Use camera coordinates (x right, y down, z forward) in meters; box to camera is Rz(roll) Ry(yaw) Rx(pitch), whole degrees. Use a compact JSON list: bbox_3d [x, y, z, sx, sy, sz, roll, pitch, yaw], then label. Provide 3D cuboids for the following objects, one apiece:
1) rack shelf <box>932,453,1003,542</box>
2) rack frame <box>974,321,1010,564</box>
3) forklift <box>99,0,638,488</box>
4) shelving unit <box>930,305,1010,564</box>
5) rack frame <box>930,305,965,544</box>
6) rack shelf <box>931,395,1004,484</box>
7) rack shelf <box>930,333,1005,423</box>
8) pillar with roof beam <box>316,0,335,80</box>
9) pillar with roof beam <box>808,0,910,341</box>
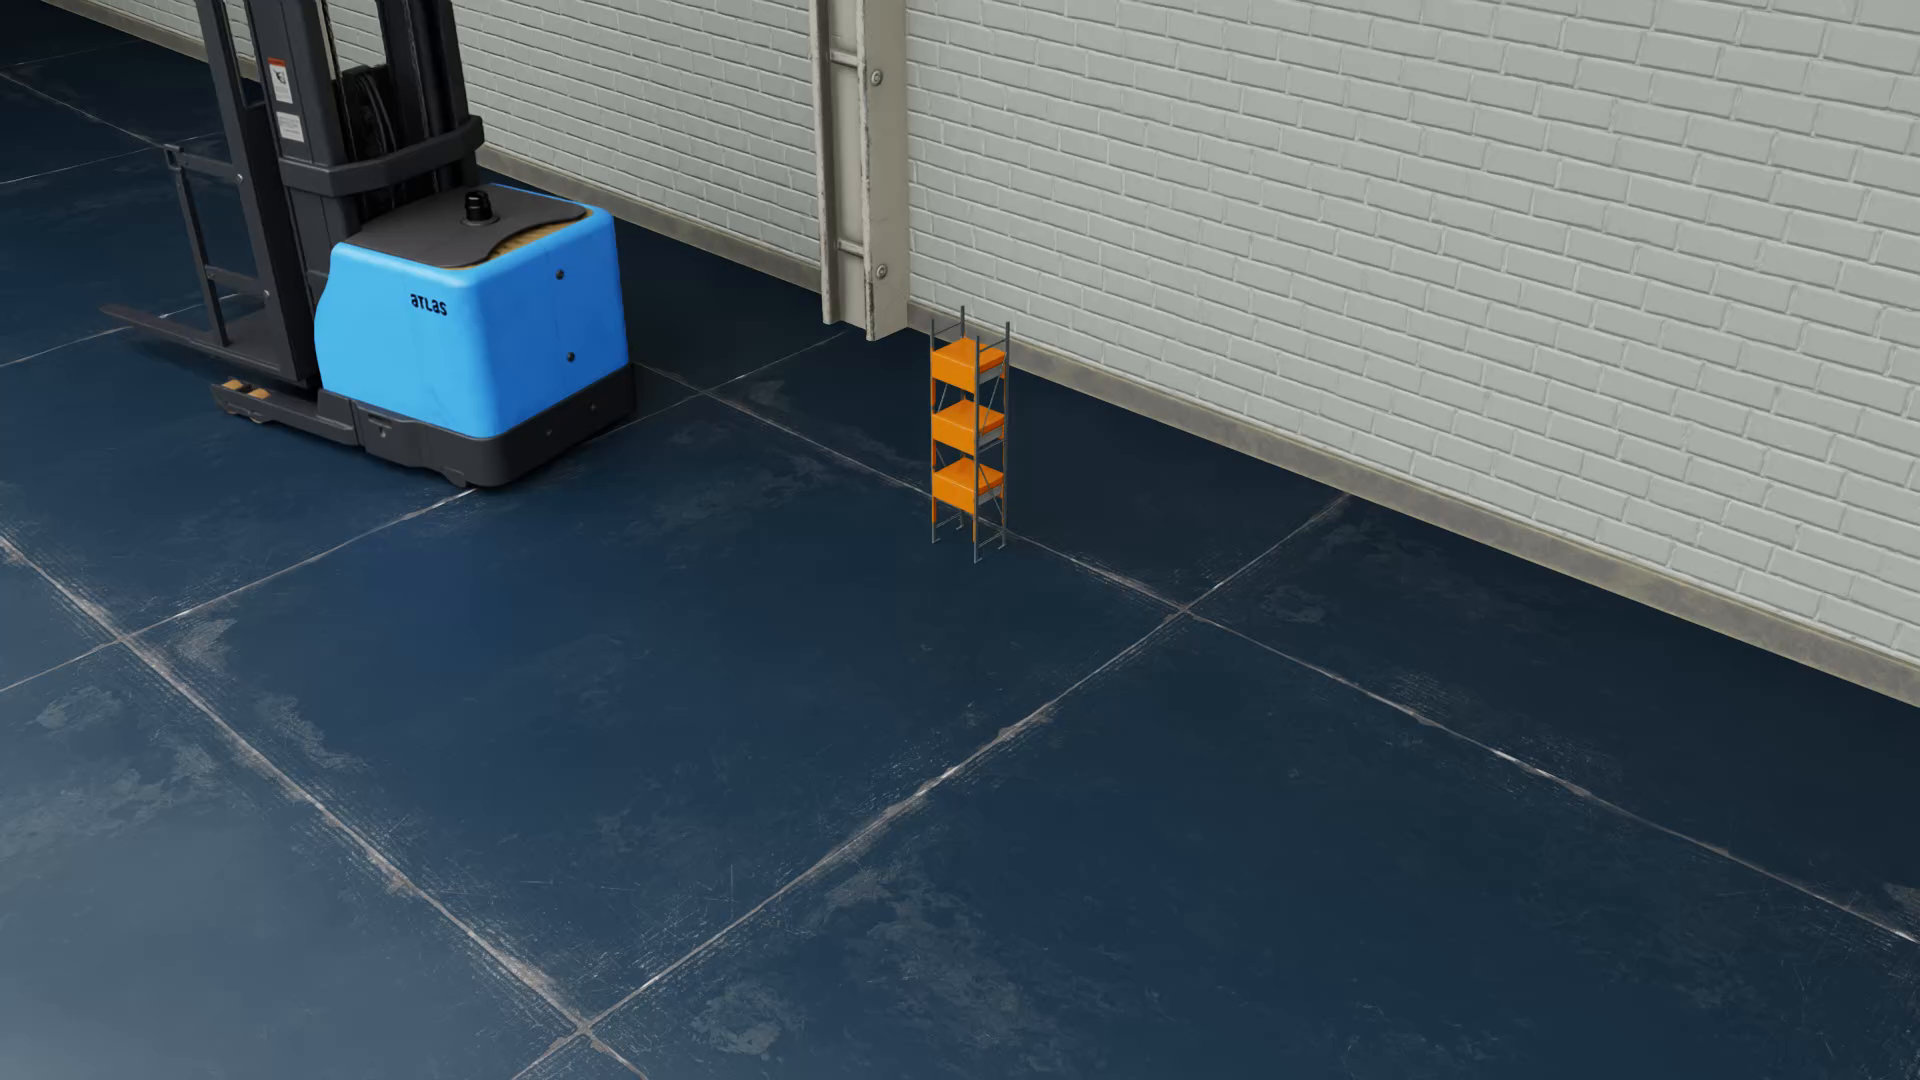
[{"bbox_3d":[0.040,-0.184,7.097,0.240,0.259,0.215,25,39,35],"label":"rack shelf"},{"bbox_3d":[0.130,-0.389,6.878,0.008,1.050,0.200,25,39,35],"label":"rack frame"},{"bbox_3d":[-3.123,-2.046,7.808,3.031,2.935,1.130,17,35,26],"label":"forklift"},{"bbox_3d":[0.040,-0.431,6.948,0.252,1.050,0.215,25,39,35],"label":"shelving unit"},{"bbox_3d":[-0.051,-0.473,7.019,0.008,1.050,0.200,25,39,35],"label":"rack frame"},{"bbox_3d":[0.040,-0.422,6.954,0.240,0.259,0.215,25,39,35],"label":"rack shelf"},{"bbox_3d":[0.040,-0.665,6.808,0.240,0.259,0.215,25,39,35],"label":"rack shelf"},{"bbox_3d":[-7.855,-5.492,7.647,0.400,9.000,9.100,25,39,35],"label":"pillar with roof beam"},{"bbox_3d":[-3.407,-3.415,4.198,0.400,9.000,9.100,25,39,35],"label":"pillar with roof beam"}]
